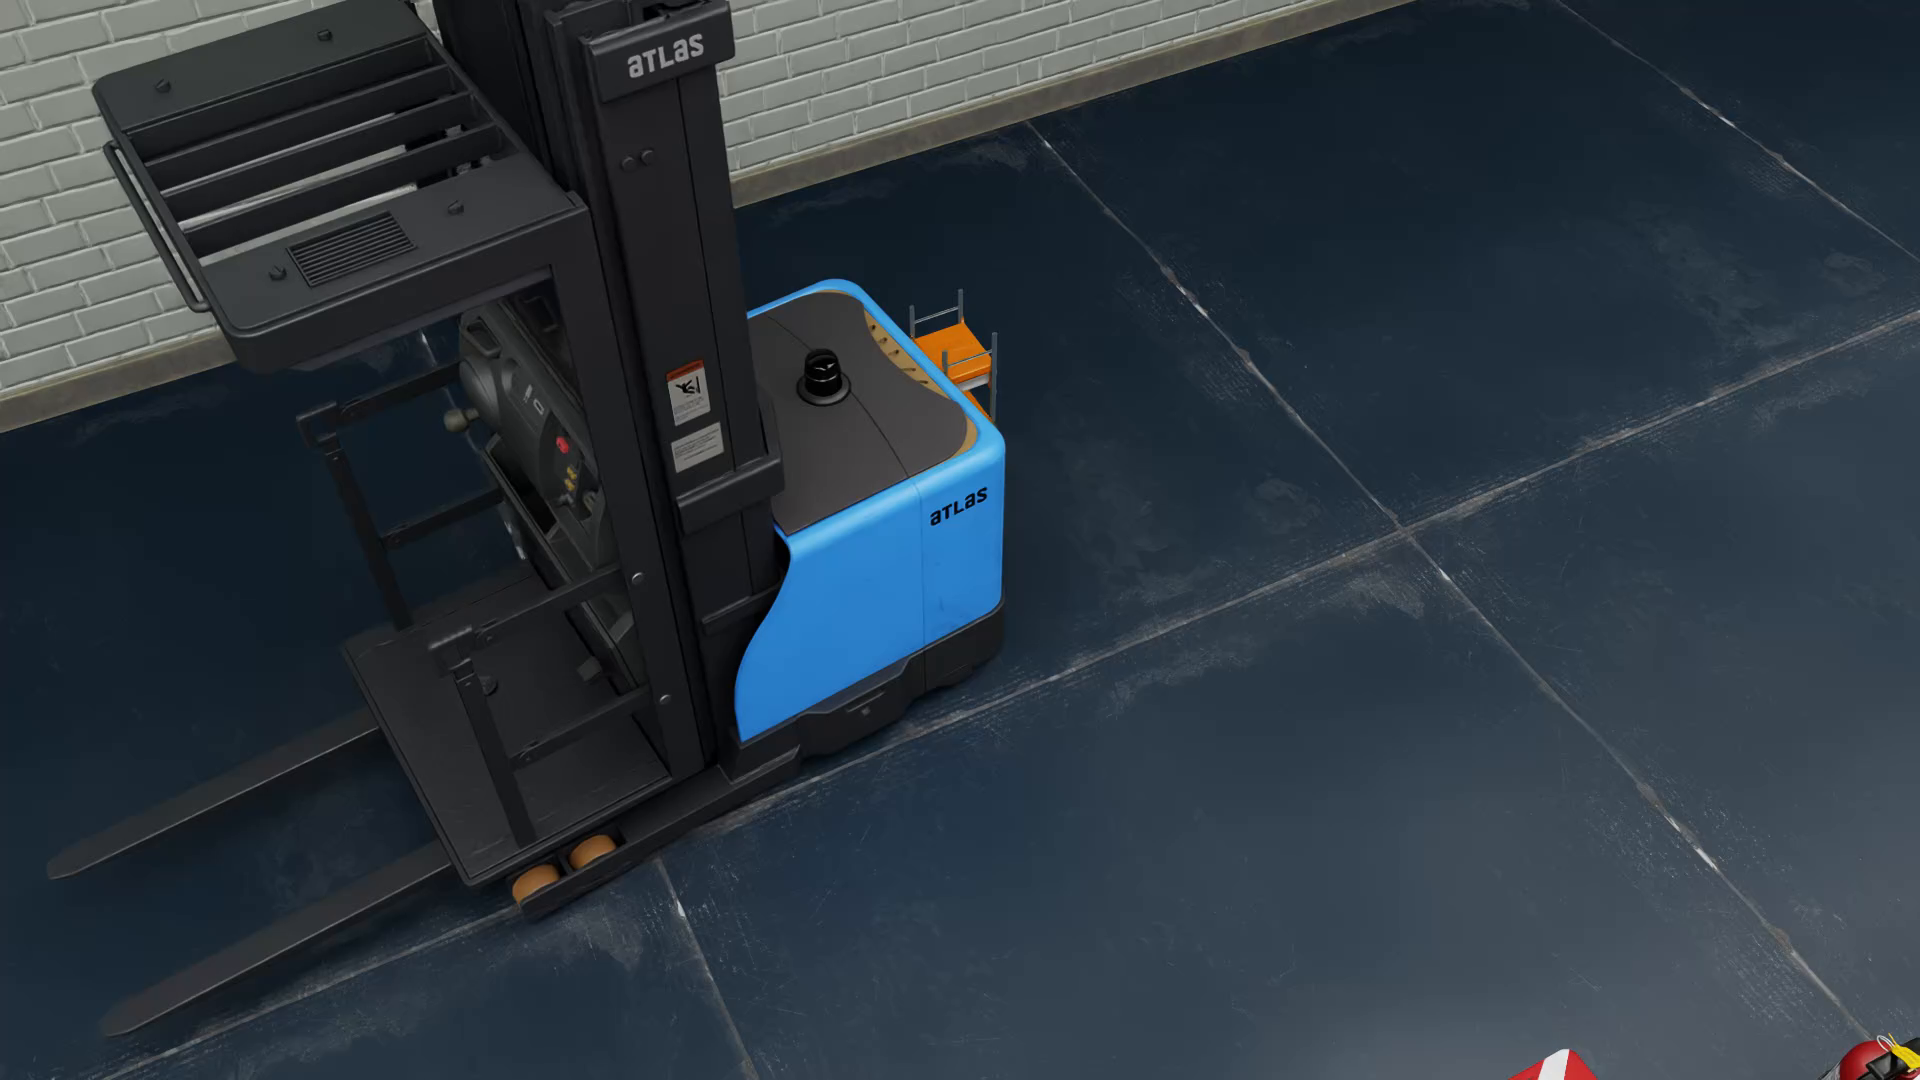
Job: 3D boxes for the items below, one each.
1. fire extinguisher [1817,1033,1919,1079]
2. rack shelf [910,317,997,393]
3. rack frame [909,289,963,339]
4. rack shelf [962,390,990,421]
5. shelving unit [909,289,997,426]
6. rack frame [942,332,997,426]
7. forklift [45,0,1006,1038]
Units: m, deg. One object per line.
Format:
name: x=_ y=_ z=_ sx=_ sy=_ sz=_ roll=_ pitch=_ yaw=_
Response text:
fire extinguisher: x=1.917 y=1.187 z=3.518 sx=0.296 sy=0.674 sz=0.183 roll=-21 pitch=52 yaw=-18
rack shelf: x=-0.024 y=-0.561 z=5.681 sx=0.215 sy=0.259 sz=0.240 roll=-21 pitch=52 yaw=-18
rack frame: x=-0.080 y=-0.463 z=5.958 sx=0.200 sy=1.050 sz=0.008 roll=-21 pitch=52 yaw=-18
rack shelf: x=-0.024 y=-0.374 z=5.894 sx=0.215 sy=0.259 sz=0.240 roll=-21 pitch=52 yaw=-18
shelving unit: x=-0.024 y=-0.381 z=5.886 sx=0.215 sy=1.050 sz=0.252 roll=-21 pitch=52 yaw=-18
rack frame: x=0.031 y=-0.300 z=5.815 sx=0.200 sy=1.050 sz=0.008 roll=-21 pitch=52 yaw=-18
forklift: x=-1.353 y=-0.247 z=4.519 sx=3.031 sy=2.935 sz=1.130 roll=-27 pitch=54 yaw=-21
